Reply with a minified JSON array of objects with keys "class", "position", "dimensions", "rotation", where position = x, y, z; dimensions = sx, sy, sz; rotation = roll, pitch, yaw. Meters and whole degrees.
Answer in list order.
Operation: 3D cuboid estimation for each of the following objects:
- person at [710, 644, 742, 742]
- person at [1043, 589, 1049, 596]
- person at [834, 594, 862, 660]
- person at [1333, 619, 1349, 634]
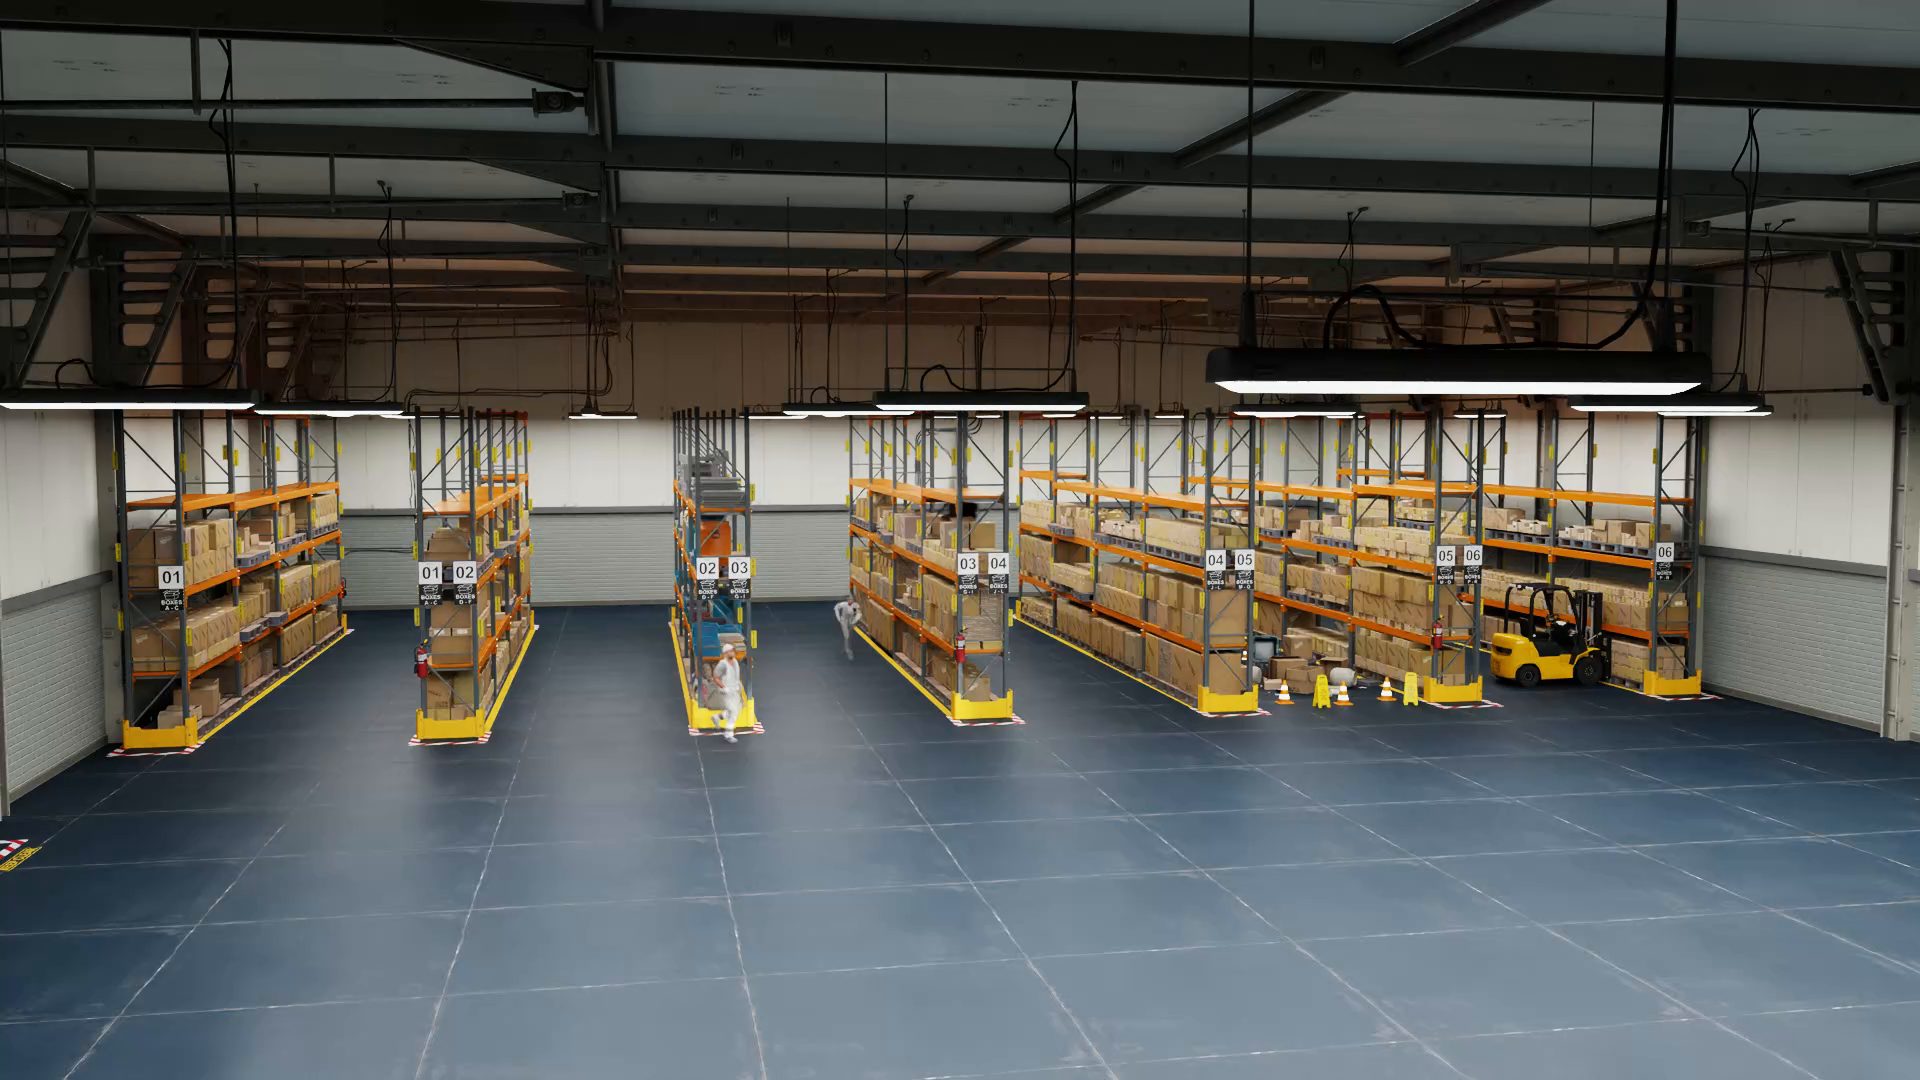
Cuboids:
[{"class":"person","position":[-4.212,2.734,29.877],"dimensions":[0.669,1.764,0.679],"rotation":[2,5,28]},{"class":"person","position":[2.691,1.383,49.701],"dimensions":[0.727,1.665,0.666],"rotation":[1,4,20]},{"class":"person","position":[-2.725,2.082,40.358],"dimensions":[0.654,1.628,0.967],"rotation":[-1,4,-10]},{"class":"person","position":[9.989,1.793,43.373],"dimensions":[0.660,1.693,0.584],"rotation":[-1,4,-15]}]
